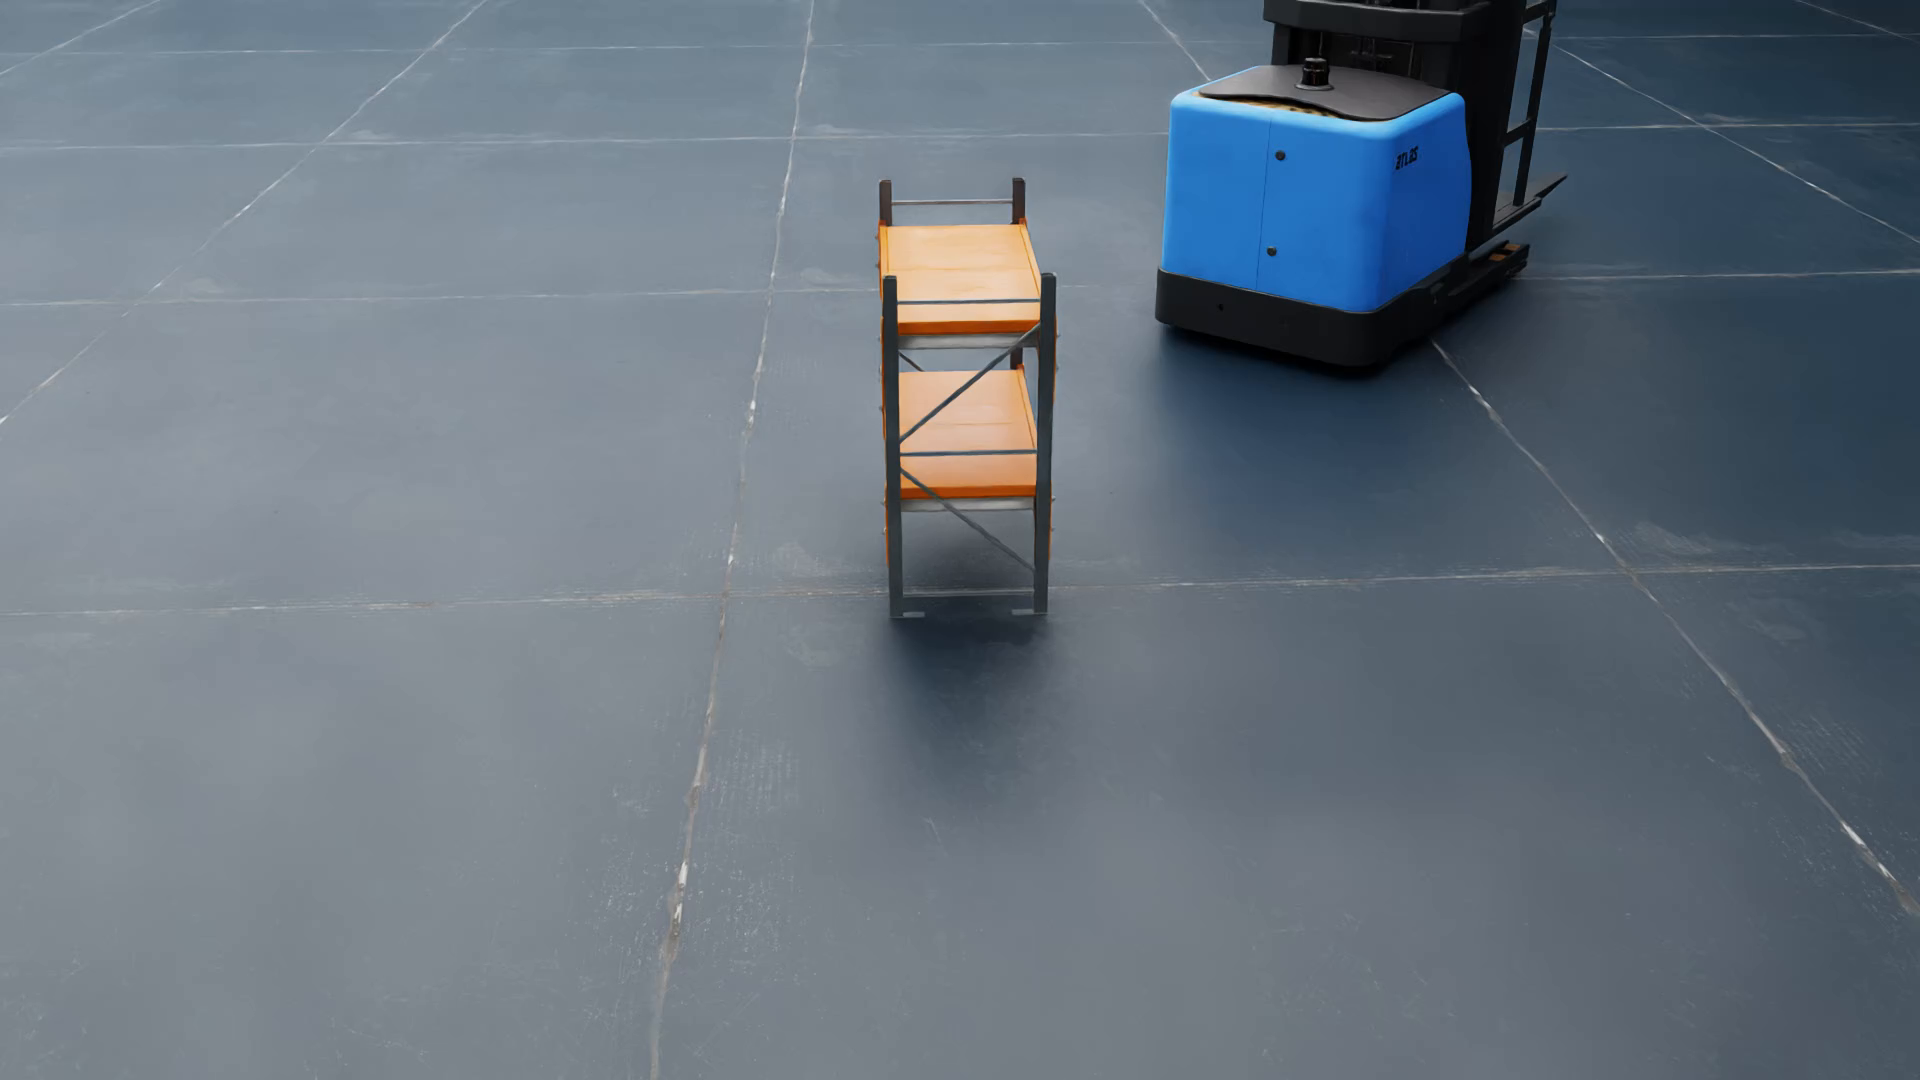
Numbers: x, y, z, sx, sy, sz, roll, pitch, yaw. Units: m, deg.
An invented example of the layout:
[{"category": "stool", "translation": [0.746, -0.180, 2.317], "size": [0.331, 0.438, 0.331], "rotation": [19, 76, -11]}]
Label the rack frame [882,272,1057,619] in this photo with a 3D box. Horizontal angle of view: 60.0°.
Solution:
[{"category": "rack frame", "translation": [0.027, -0.261, 5.034], "size": [0.500, 1.125, 0.032], "rotation": [-1, 28, -3]}]

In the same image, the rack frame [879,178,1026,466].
[{"category": "rack frame", "translation": [-0.026, -0.730, 5.934], "size": [0.500, 1.125, 0.032], "rotation": [-1, 28, -3]}]

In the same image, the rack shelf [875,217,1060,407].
[{"category": "rack shelf", "translation": [0.000, -0.755, 5.349], "size": [0.538, 0.278, 1.000], "rotation": [-1, 28, -3]}]

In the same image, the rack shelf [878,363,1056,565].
[{"category": "rack shelf", "translation": [0.000, -0.279, 5.597], "size": [0.538, 0.278, 1.000], "rotation": [-1, 28, -3]}]

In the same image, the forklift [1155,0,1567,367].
[{"category": "forklift", "translation": [2.163, -2.648, 7.657], "size": [1.130, 2.935, 3.031], "rotation": [19, 33, 32]}]

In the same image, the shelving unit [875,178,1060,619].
[{"category": "shelving unit", "translation": [0.000, -0.496, 5.484], "size": [0.538, 1.125, 1.048], "rotation": [-1, 28, -3]}]
